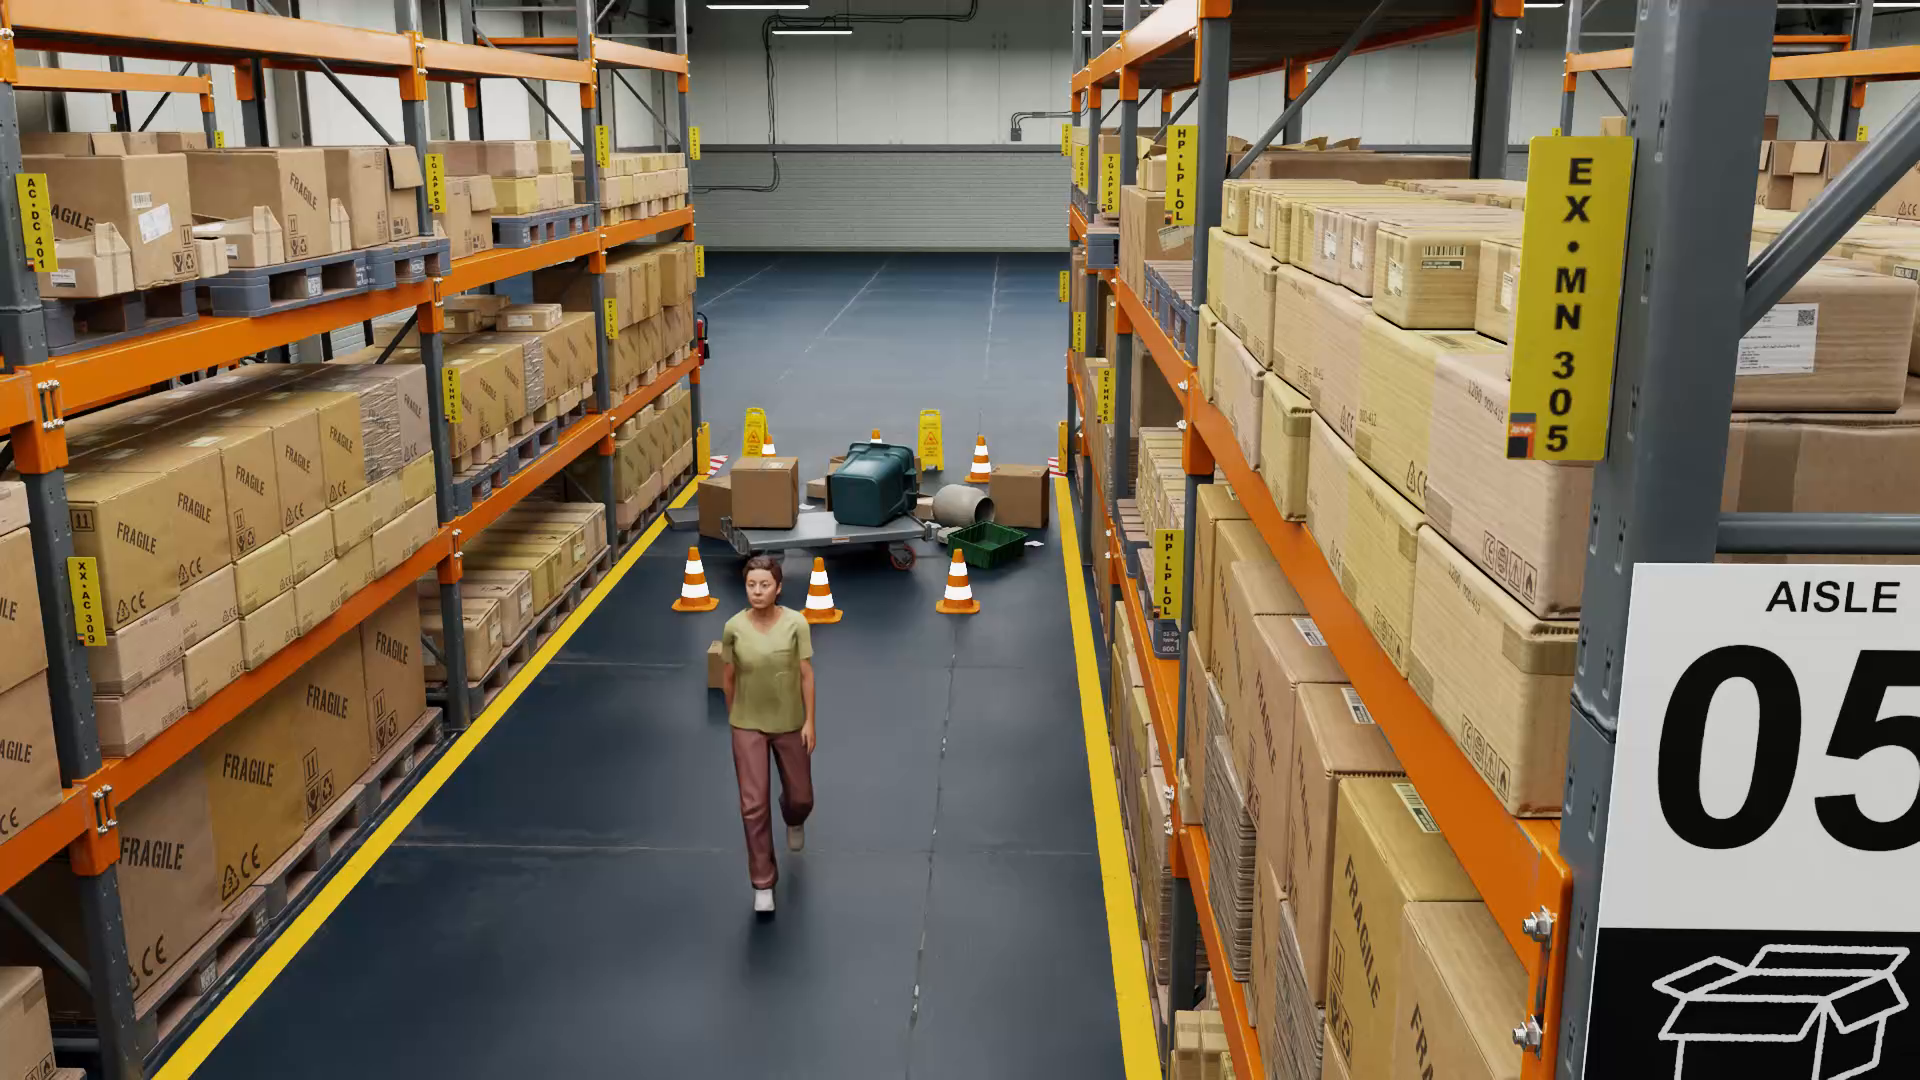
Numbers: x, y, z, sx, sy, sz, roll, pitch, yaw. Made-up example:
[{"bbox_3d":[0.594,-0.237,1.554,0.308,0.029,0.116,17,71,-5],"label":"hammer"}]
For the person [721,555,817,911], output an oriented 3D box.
[{"bbox_3d":[-0.910,0.873,7.943,0.446,1.645,0.784,-1,14,-6],"label":"person"}]
